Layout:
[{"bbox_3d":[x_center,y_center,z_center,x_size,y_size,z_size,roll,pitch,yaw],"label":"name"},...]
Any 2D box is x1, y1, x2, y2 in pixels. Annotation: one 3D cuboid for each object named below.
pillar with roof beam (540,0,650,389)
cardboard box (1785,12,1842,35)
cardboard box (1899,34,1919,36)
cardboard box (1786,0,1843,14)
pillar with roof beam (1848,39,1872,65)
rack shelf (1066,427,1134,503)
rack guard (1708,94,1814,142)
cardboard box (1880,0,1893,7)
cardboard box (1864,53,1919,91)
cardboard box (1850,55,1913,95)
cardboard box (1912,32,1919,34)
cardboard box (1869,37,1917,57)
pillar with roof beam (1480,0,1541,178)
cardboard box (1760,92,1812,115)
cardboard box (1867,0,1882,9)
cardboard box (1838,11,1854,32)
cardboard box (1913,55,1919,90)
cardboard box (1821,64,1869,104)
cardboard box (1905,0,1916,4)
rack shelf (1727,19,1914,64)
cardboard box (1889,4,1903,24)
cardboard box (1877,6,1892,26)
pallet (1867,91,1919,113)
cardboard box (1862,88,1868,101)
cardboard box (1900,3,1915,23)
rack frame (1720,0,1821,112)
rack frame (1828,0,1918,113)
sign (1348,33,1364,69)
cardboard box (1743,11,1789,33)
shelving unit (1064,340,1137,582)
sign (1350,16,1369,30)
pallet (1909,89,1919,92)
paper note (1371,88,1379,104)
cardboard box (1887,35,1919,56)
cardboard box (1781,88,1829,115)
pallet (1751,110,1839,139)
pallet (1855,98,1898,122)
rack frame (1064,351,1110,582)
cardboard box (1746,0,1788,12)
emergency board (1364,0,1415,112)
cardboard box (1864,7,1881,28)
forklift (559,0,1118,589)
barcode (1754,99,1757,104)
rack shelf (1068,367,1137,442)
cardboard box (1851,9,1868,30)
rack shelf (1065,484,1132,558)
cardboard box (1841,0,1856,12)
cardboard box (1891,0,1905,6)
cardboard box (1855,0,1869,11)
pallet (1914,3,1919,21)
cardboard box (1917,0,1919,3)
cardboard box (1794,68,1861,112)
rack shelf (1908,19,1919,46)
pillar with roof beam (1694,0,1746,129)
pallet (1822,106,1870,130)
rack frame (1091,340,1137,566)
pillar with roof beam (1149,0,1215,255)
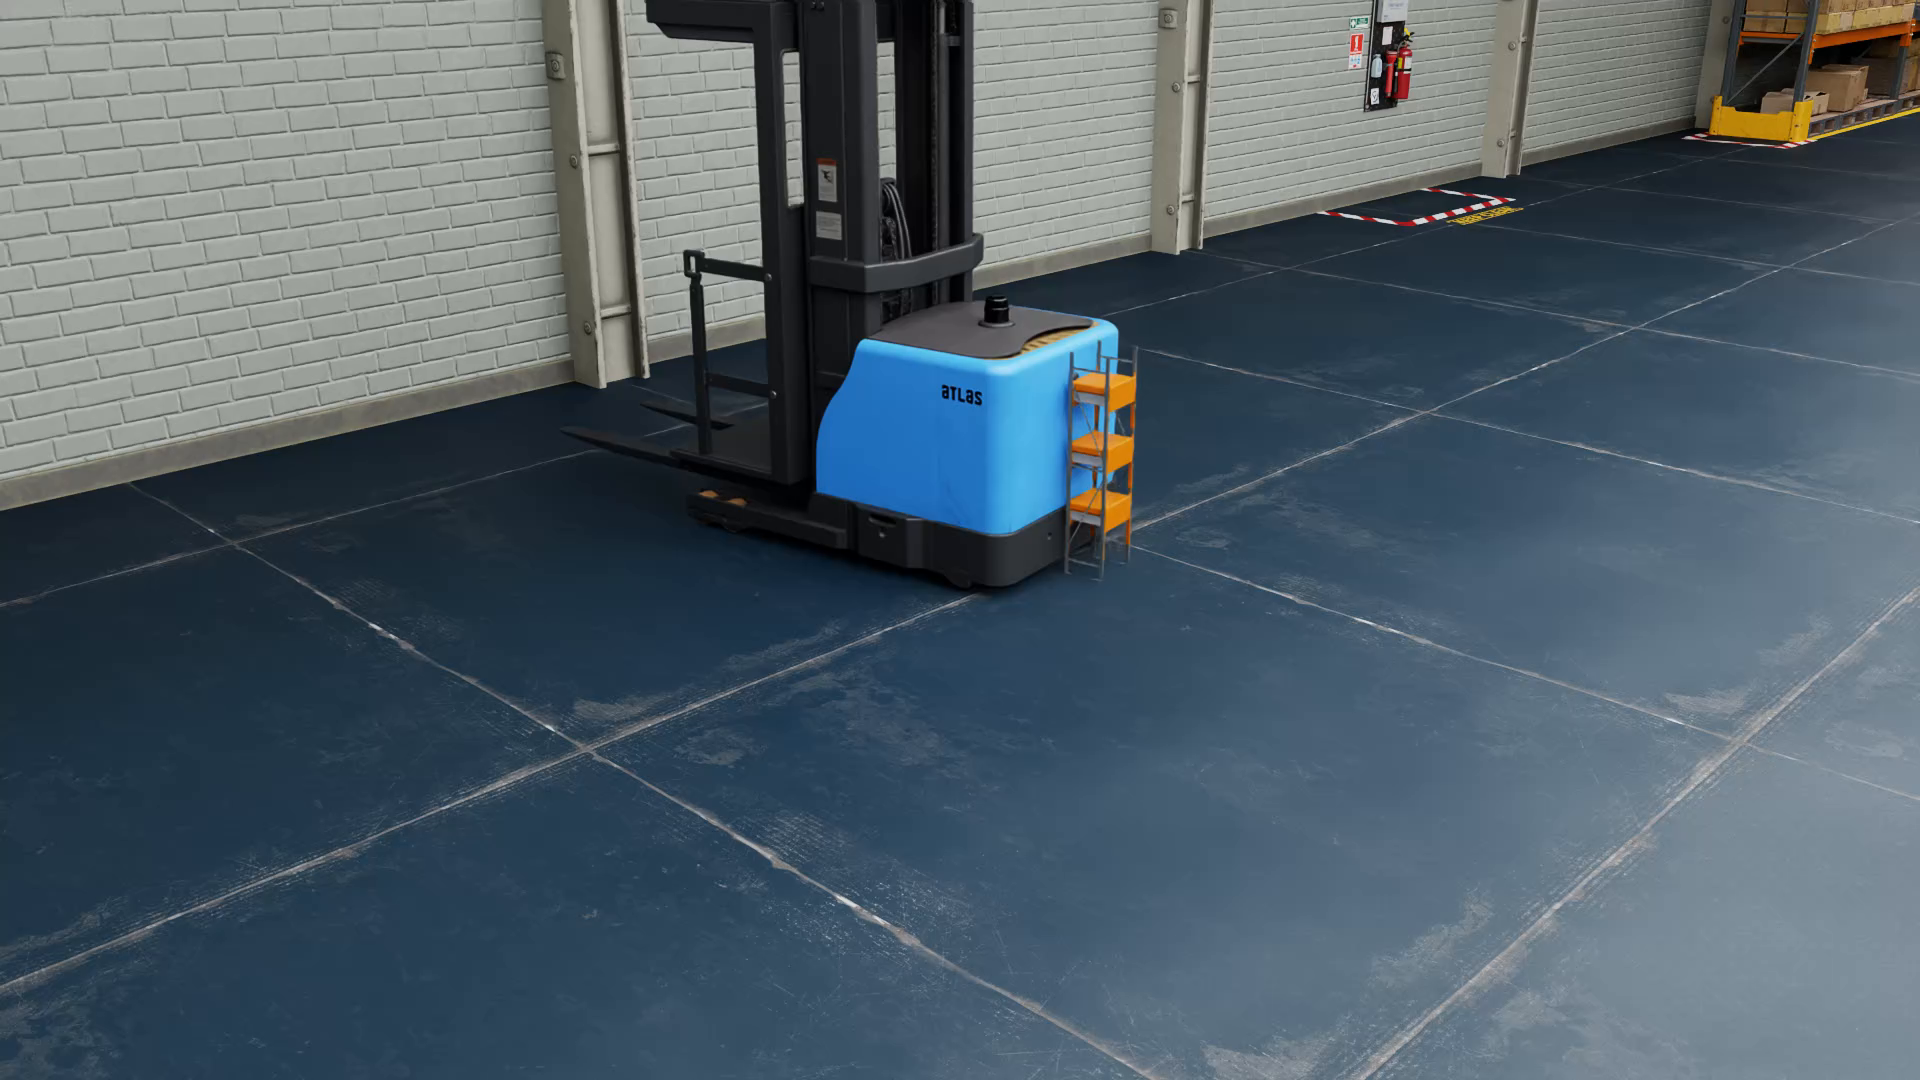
[{"bbox_3d":[0.820,-4.174,6.390,9.100,9.000,0.400,19,28,41],"label":"pillar with roof beam"},{"bbox_3d":[10.992,-6.667,21.419,0.500,0.250,0.500,18,28,39],"label":"cardboard box"},{"bbox_3d":[14.742,-7.664,25.659,0.500,0.250,0.500,19,28,40],"label":"cardboard box"},{"bbox_3d":[10.972,-7.018,21.289,0.500,0.500,0.500,19,28,41],"label":"cardboard box"},{"bbox_3d":[17.563,-10.343,22.441,9.100,9.000,0.400,19,28,41],"label":"pillar with roof beam"},{"bbox_3d":[0.635,-0.344,7.536,0.215,0.259,0.240,14,25,32],"label":"rack shelf"},{"bbox_3d":[10.477,-5.534,21.776,1.175,0.500,0.348,19,28,41],"label":"rack guard"},{"bbox_3d":[12.403,-7.543,22.656,0.500,0.500,0.500,18,28,39],"label":"cardboard box"},{"bbox_3d":[14.041,-7.087,25.203,0.700,0.500,0.500,19,28,40],"label":"cardboard box"},{"bbox_3d":[13.716,-6.941,24.824,0.500,0.500,0.700,-19,28,-40],"label":"cardboard box"},{"bbox_3d":[15.097,-7.797,26.006,0.500,0.250,0.500,-20,28,-41],"label":"cardboard box"},{"bbox_3d":[14.021,-7.406,24.986,0.500,0.250,0.500,19,28,40],"label":"cardboard box"},{"bbox_3d":[9.191,-7.258,14.416,9.100,9.000,0.400,19,28,41],"label":"pillar with roof beam"},{"bbox_3d":[10.971,-5.787,22.084,0.500,0.311,0.500,15,26,35],"label":"cardboard box"},{"bbox_3d":[12.041,-7.410,22.307,0.500,0.500,0.500,-19,28,-40],"label":"cardboard box"},{"bbox_3d":[11.344,-6.804,21.776,0.500,0.250,0.500,18,28,39],"label":"cardboard box"},{"bbox_3d":[14.425,-7.208,25.517,0.700,0.500,0.500,20,28,41],"label":"cardboard box"},{"bbox_3d":[12.519,-6.471,23.601,0.500,0.500,0.500,17,27,37],"label":"cardboard box"},{"bbox_3d":[13.106,-7.800,23.323,0.500,0.500,0.500,19,28,41],"label":"cardboard box"},{"bbox_3d":[11.819,-6.860,22.743,1.077,0.370,4.000,19,28,41],"label":"rack shelf"},{"bbox_3d":[12.748,-7.325,23.133,0.500,0.250,0.500,19,28,41],"label":"cardboard box"},{"bbox_3d":[12.408,-7.192,22.787,0.500,0.250,0.500,19,28,40],"label":"cardboard box"},{"bbox_3d":[13.757,-6.608,24.974,1.003,0.211,1.213,19,28,41],"label":"pallet"},{"bbox_3d":[12.863,-6.447,24.004,0.380,0.166,0.250,15,26,34],"label":"cardboard box"},{"bbox_3d":[13.101,-7.451,23.461,0.500,0.250,0.500,19,28,41],"label":"cardboard box"},{"bbox_3d":[10.424,-6.681,21.277,1.000,3.000,0.127,19,28,41],"label":"rack frame"},{"bbox_3d":[13.214,-7.710,23.952,1.000,3.000,0.127,19,28,41],"label":"rack frame"},{"bbox_3d":[3.896,-4.810,16.358,0.001,0.329,0.234,19,28,41],"label":"sign"},{"bbox_3d":[10.611,-6.789,21.739,0.500,0.250,0.500,-20,28,-41],"label":"cardboard box"},{"bbox_3d":[0.635,-0.354,7.532,0.215,1.050,0.252,14,25,32],"label":"shelving unit"},{"bbox_3d":[3.906,-5.056,16.261,0.001,0.109,0.331,19,28,41],"label":"sign"},{"bbox_3d":[14.608,-6.924,25.793,1.003,0.211,1.213,19,28,41],"label":"pallet"},{"bbox_3d":[4.183,-4.470,16.752,0.016,0.148,0.142,19,28,41],"label":"paper note"},{"bbox_3d":[14.381,-7.540,25.337,0.500,0.250,0.500,18,28,39],"label":"cardboard box"},{"bbox_3d":[11.369,-5.933,22.465,0.500,0.311,0.500,-17,27,-38],"label":"cardboard box"},{"bbox_3d":[11.069,-5.599,22.348,1.003,0.211,1.213,19,28,41],"label":"pallet"},{"bbox_3d":[12.771,-6.226,23.980,1.003,0.211,1.213,19,28,41],"label":"pallet"},{"bbox_3d":[0.566,-0.318,7.438,0.200,1.050,0.008,14,25,32],"label":"rack frame"},{"bbox_3d":[10.601,-7.145,21.619,0.500,0.500,0.500,19,28,40],"label":"cardboard box"},{"bbox_3d":[4.356,-4.910,16.667,0.194,1.169,0.643,19,28,41],"label":"emergency board"},{"bbox_3d":[12.058,-7.062,22.449,0.500,0.250,0.500,20,28,41],"label":"cardboard box"},{"bbox_3d":[-0.748,-1.546,8.012,3.031,2.935,1.130,14,25,32],"label":"forklift"},{"bbox_3d":[10.697,-5.896,22.355,0.001,0.075,0.075,19,28,41],"label":"barcode"},{"bbox_3d":[0.635,-0.609,7.434,0.215,0.259,0.240,14,25,32],"label":"rack shelf"},{"bbox_3d":[11.704,-6.933,22.113,0.500,0.250,0.500,19,28,40],"label":"cardboard box"},{"bbox_3d":[0.635,-0.085,7.635,0.215,0.259,0.240,14,25,32],"label":"rack shelf"},{"bbox_3d":[11.324,-7.143,21.613,0.500,0.500,0.500,19,28,41],"label":"cardboard box"},{"bbox_3d":[12.762,-7.670,22.985,0.500,0.500,0.500,19,28,40],"label":"cardboard box"},{"bbox_3d":[11.689,-7.274,21.954,0.500,0.500,0.500,18,27,39],"label":"cardboard box"},{"bbox_3d":[13.852,-7.780,24.402,1.003,0.211,1.213,19,28,41],"label":"pallet"},{"bbox_3d":[13.594,-8.084,24.173,0.700,0.500,0.500,19,28,41],"label":"cardboard box"},{"bbox_3d":[11.916,-6.198,22.890,0.700,0.500,0.500,17,27,37],"label":"cardboard box"},{"bbox_3d":[14.610,-7.888,25.418,1.077,0.370,4.000,19,28,41],"label":"rack shelf"},{"bbox_3d":[13.377,-8.801,18.428,9.100,9.000,0.400,19,28,41],"label":"pillar with roof beam"},{"bbox_3d":[11.920,-5.911,23.160,1.003,0.211,1.213,19,28,41],"label":"pallet"},{"bbox_3d":[0.704,-0.390,7.626,0.200,1.050,0.008,14,25,32],"label":"rack frame"},{"bbox_3d":[5.006,-5.716,10.403,9.100,9.000,0.400,19,28,41],"label":"pillar with roof beam"}]
